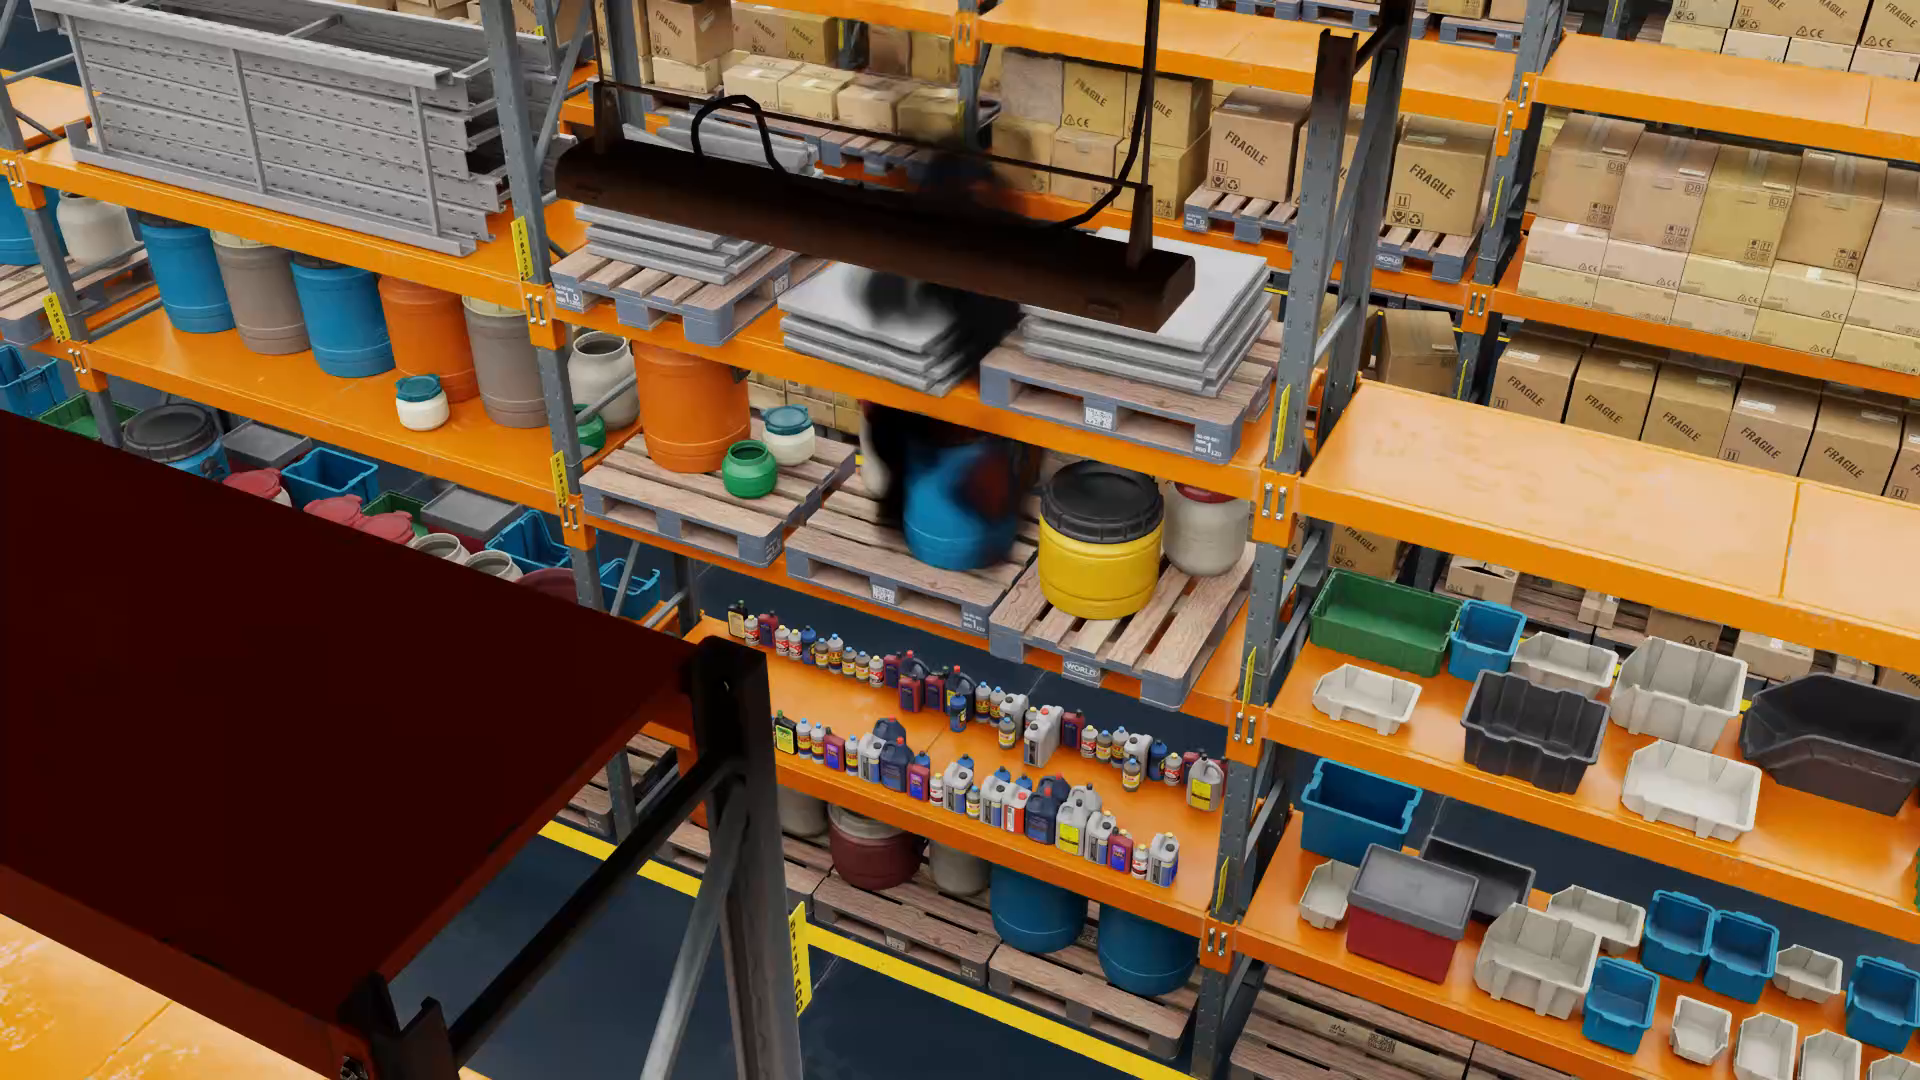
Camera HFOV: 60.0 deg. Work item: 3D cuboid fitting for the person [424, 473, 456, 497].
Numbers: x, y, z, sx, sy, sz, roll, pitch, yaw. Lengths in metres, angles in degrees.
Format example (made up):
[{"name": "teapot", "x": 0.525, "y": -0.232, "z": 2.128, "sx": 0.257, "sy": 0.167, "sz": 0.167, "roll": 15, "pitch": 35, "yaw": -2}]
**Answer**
[{"name": "person", "x": -4.150, "y": -0.817, "z": 13.546, "sx": 0.640, "sy": 1.737, "sz": 0.709, "roll": 9, "pitch": 36, "yaw": 13}]
